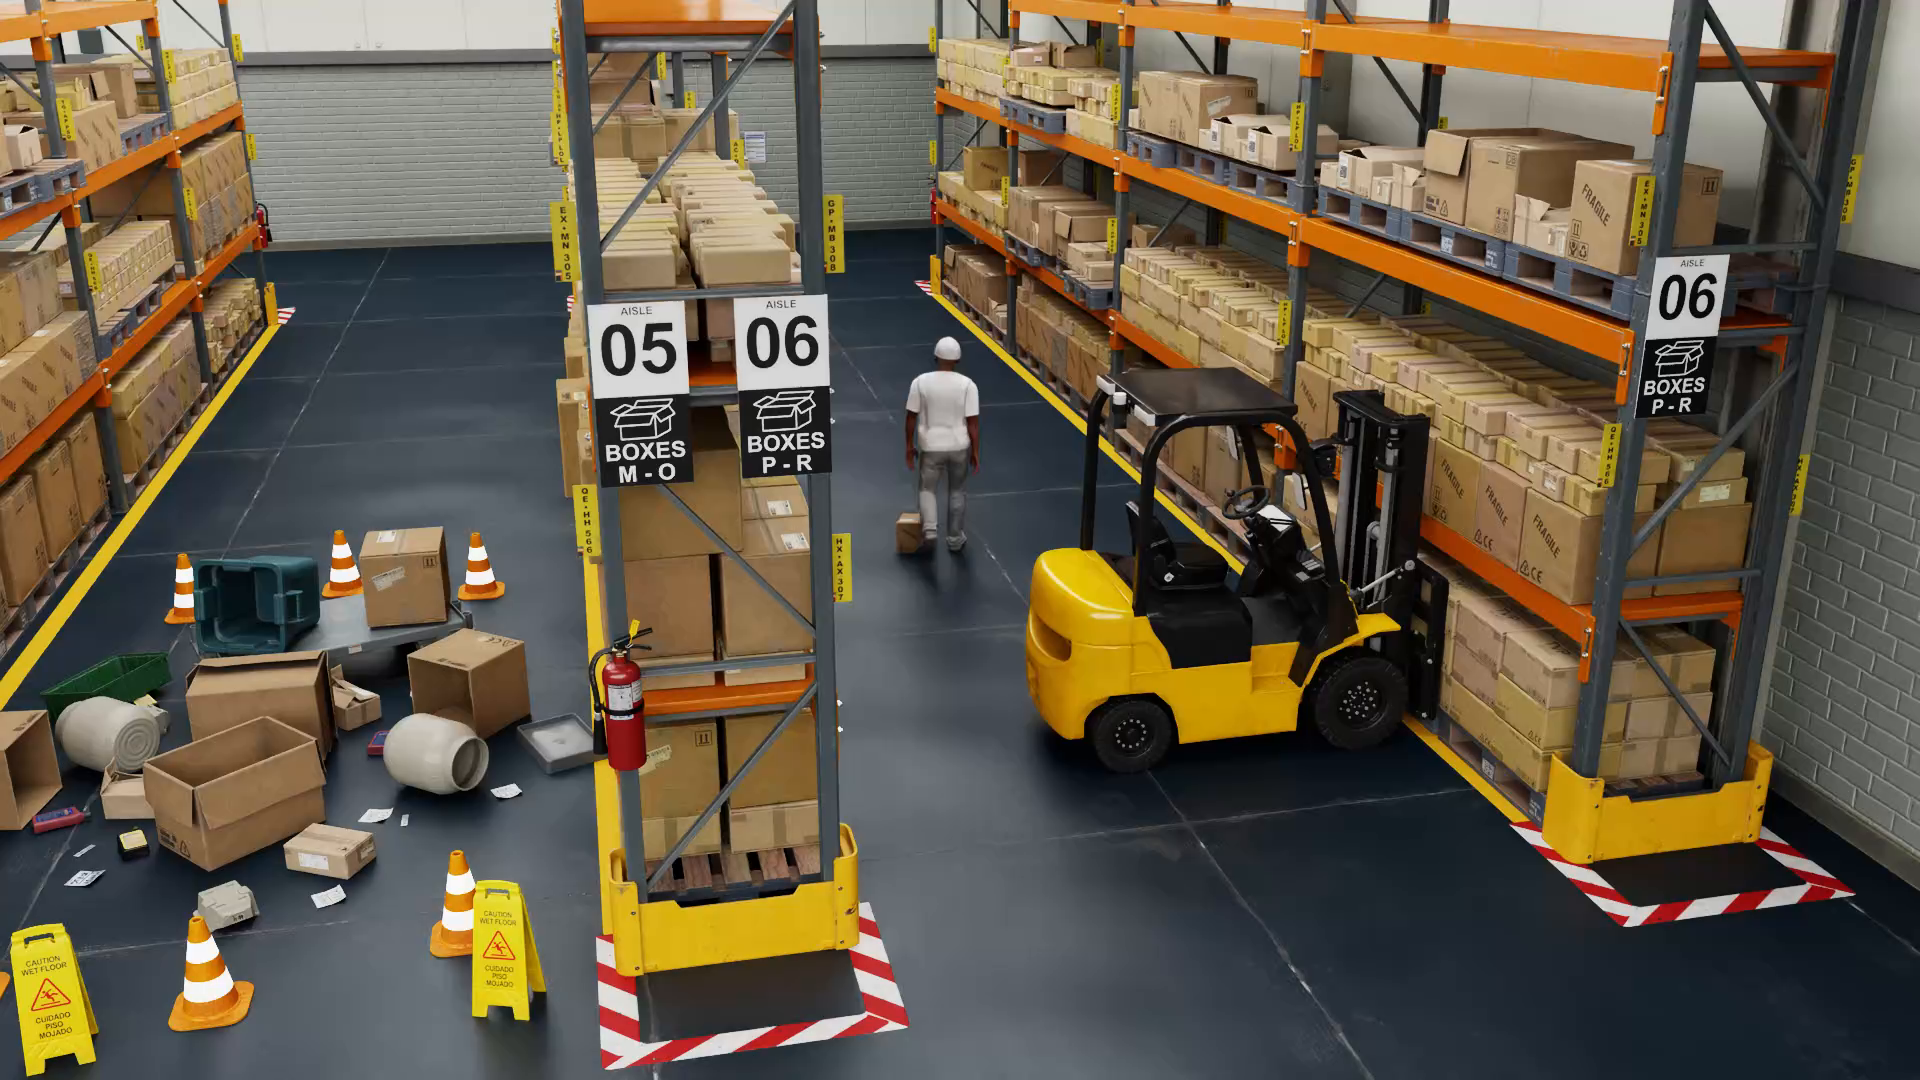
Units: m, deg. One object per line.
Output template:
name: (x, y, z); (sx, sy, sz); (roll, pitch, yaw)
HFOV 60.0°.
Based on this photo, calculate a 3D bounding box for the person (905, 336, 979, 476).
person: (-0.139, -1.050, 12.995); (0.587, 1.082, 0.371); (1, 19, 1)
